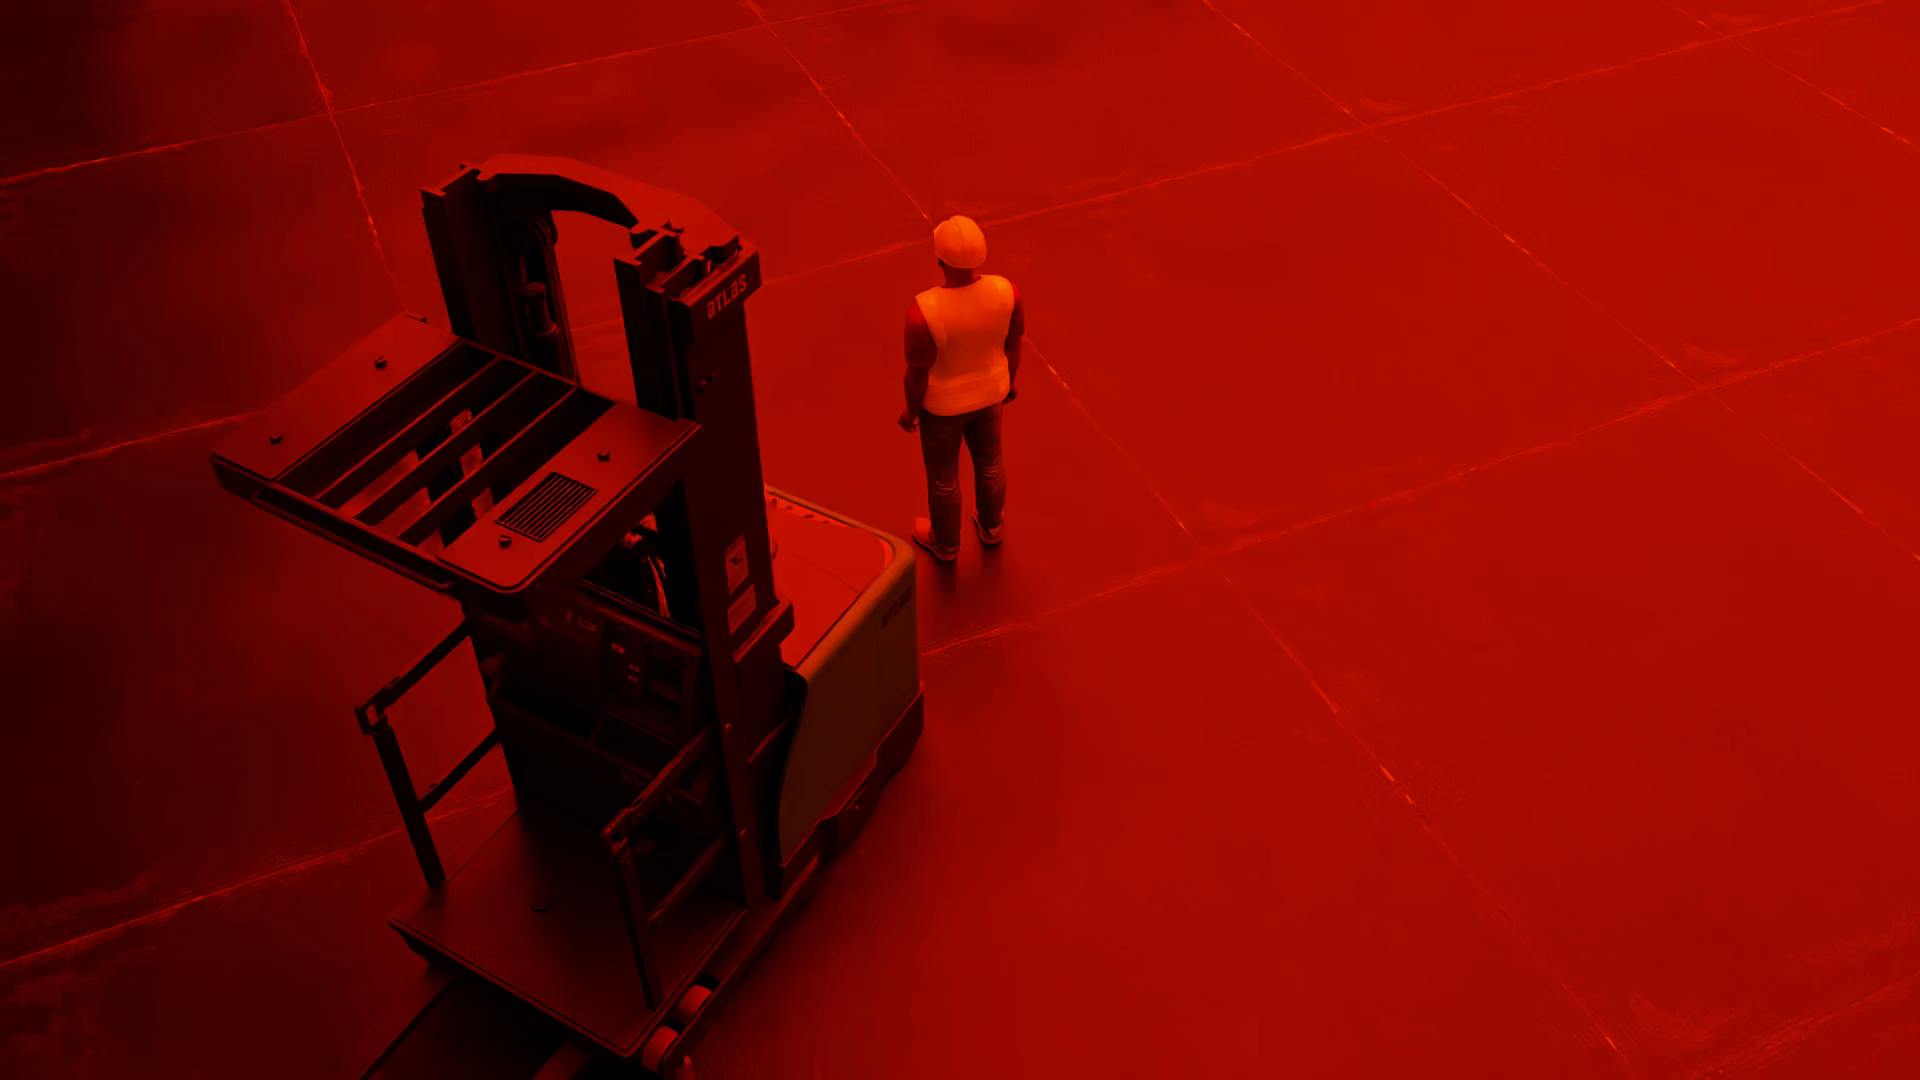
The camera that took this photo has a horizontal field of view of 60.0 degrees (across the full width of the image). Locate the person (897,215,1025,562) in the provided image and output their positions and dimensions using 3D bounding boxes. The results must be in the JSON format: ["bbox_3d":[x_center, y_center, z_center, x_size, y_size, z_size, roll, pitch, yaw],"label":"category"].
[{"bbox_3d":[-0.010,-0.644,7.225,0.556,1.770,0.387,-18,46,-18],"label":"person"}]

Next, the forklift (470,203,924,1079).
[{"bbox_3d":[-1.048,0.144,5.591,1.129,2.843,1.939,22,47,22],"label":"forklift"}]
